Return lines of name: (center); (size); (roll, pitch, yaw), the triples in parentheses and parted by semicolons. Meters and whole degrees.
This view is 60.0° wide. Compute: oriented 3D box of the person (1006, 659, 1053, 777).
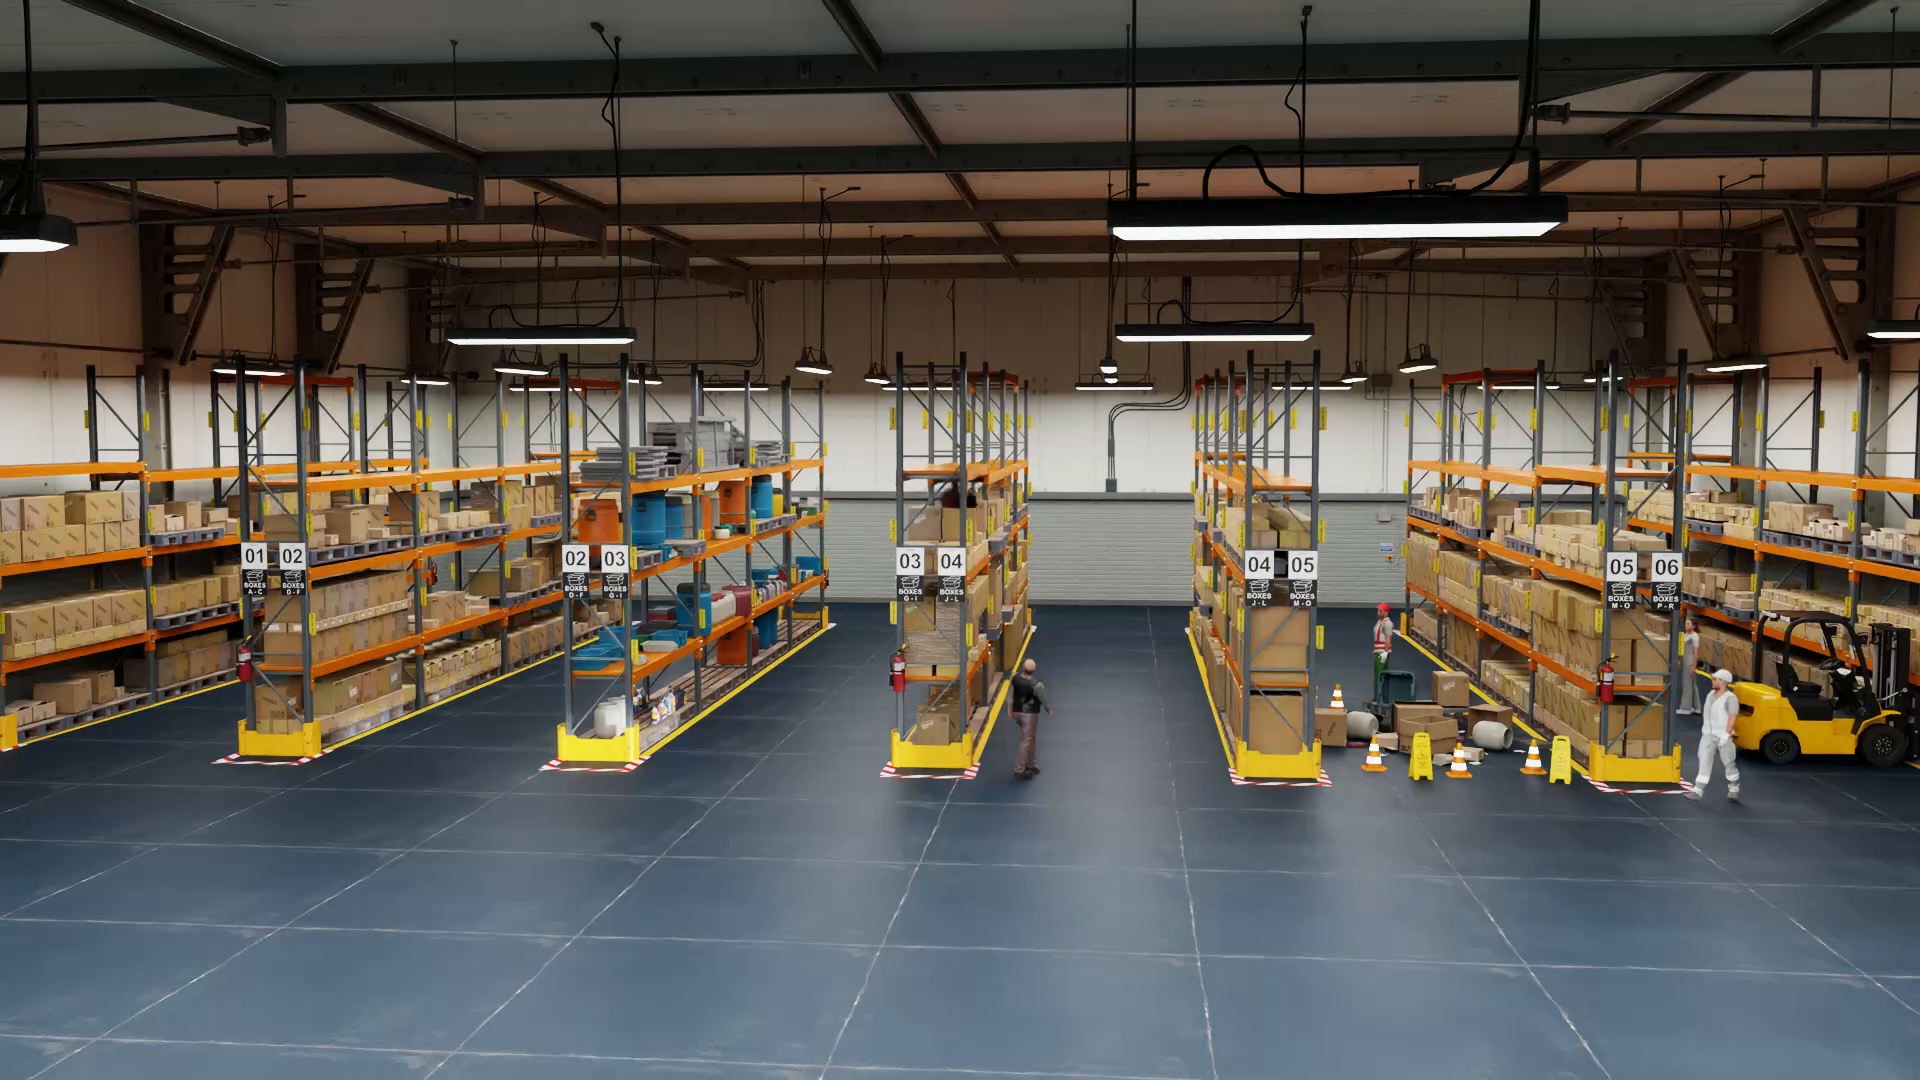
person: (0.996, 2.519, 23.499); (0.684, 1.735, 0.624); (-3, 5, -34)

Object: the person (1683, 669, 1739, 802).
person: (9.871, 2.560, 21.742); (1.041, 1.723, 0.562); (-3, 5, -34)

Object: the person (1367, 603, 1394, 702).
person: (7.477, 2.011, 29.588); (0.466, 1.793, 0.611); (1, 4, 18)

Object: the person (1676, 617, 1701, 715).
person: (12.493, 2.147, 28.519); (0.451, 1.671, 0.474); (2, 4, 25)
